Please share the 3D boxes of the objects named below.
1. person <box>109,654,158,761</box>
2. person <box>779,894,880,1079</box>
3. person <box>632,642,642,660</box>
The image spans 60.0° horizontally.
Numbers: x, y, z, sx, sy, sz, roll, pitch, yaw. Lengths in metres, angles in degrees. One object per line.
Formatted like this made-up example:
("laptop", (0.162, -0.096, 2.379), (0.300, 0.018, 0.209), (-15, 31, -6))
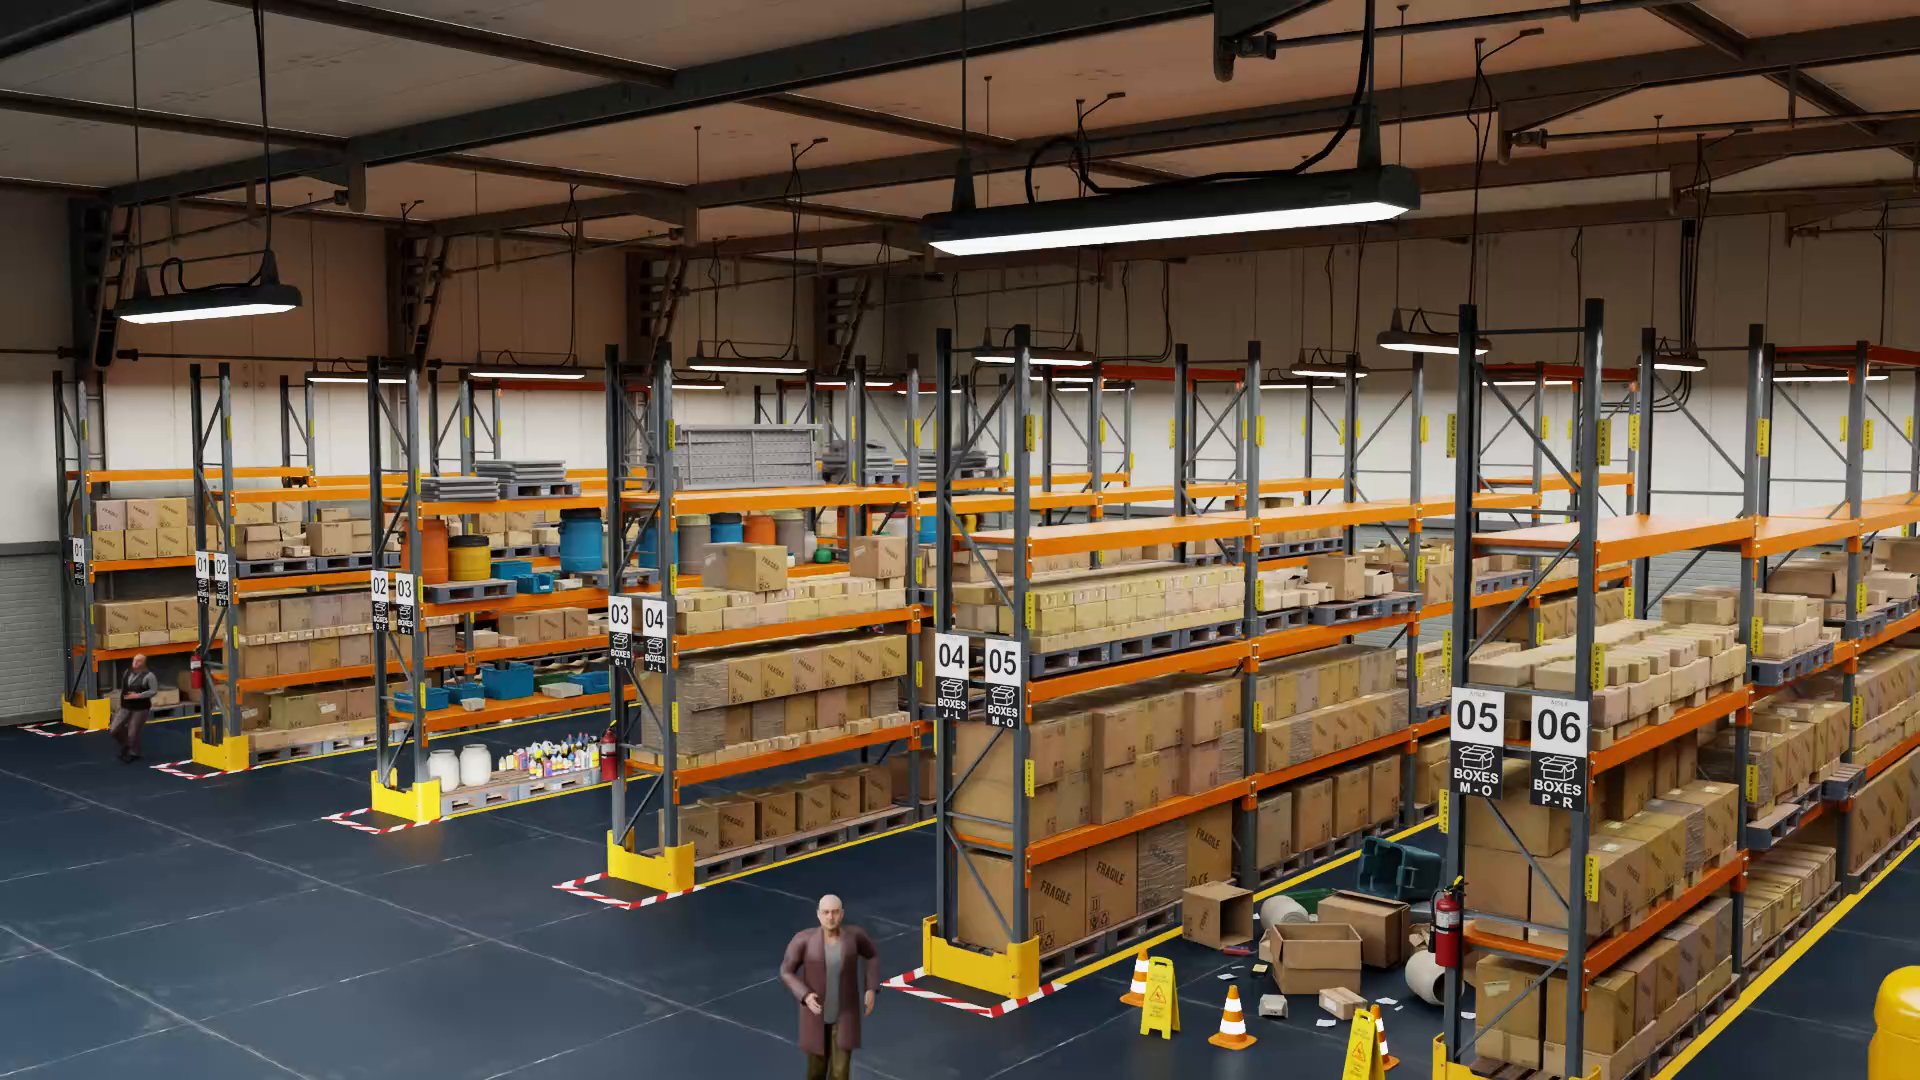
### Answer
("person", (-12.425, 2.503, 25.055), (0.717, 1.595, 0.594), (1, 4, 10))
("person", (-0.931, 3.419, 11.972), (0.736, 1.789, 0.898), (-1, 4, -8))
("person", (-6.411, 1.881, 32.990), (0.658, 1.782, 0.977), (3, 5, 36))
